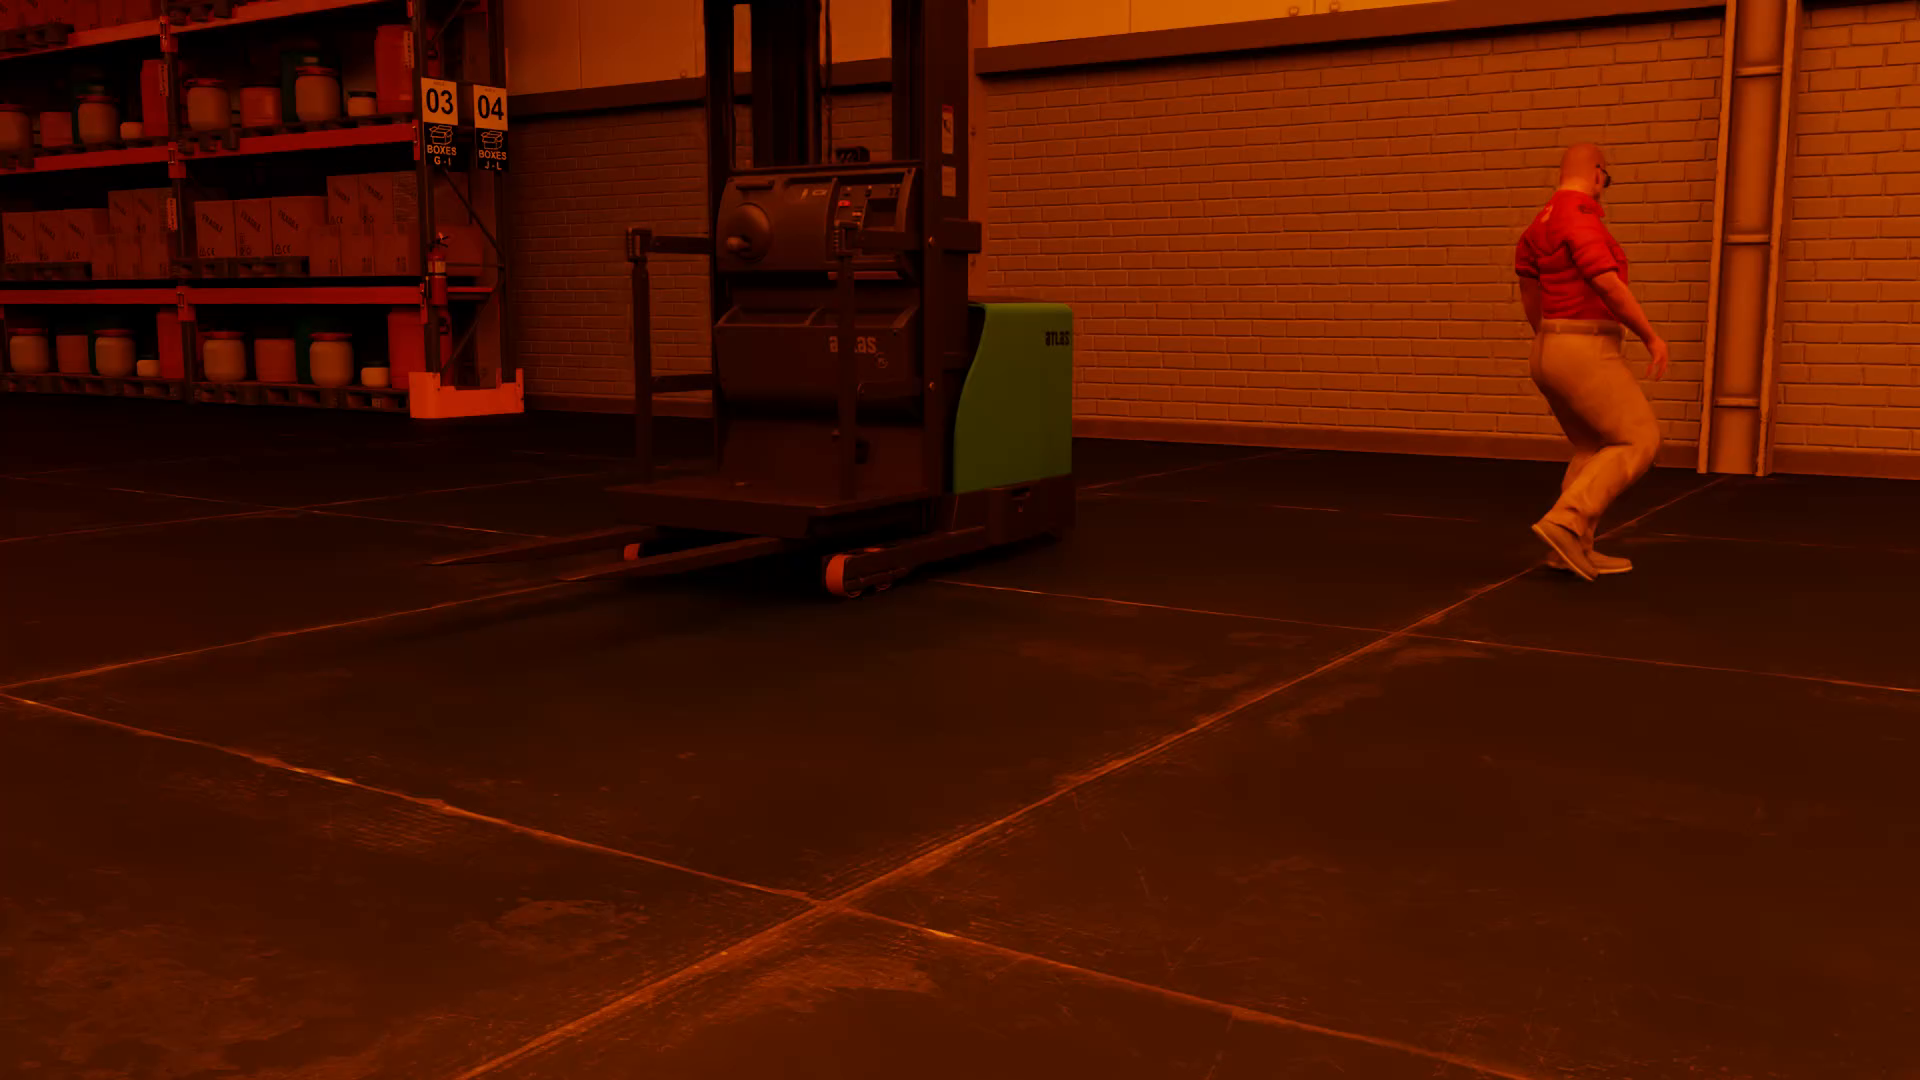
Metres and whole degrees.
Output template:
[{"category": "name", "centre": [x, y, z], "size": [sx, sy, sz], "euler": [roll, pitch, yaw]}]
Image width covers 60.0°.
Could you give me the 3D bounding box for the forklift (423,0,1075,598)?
[{"category": "forklift", "centre": [-0.689, -1.311, 6.411], "size": [1.130, 2.935, 3.031], "euler": [5, 10, 32]}]

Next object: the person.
[{"category": "person", "centre": [2.477, -0.701, 6.589], "size": [0.492, 1.707, 0.779], "euler": [1, 8, 6]}]
